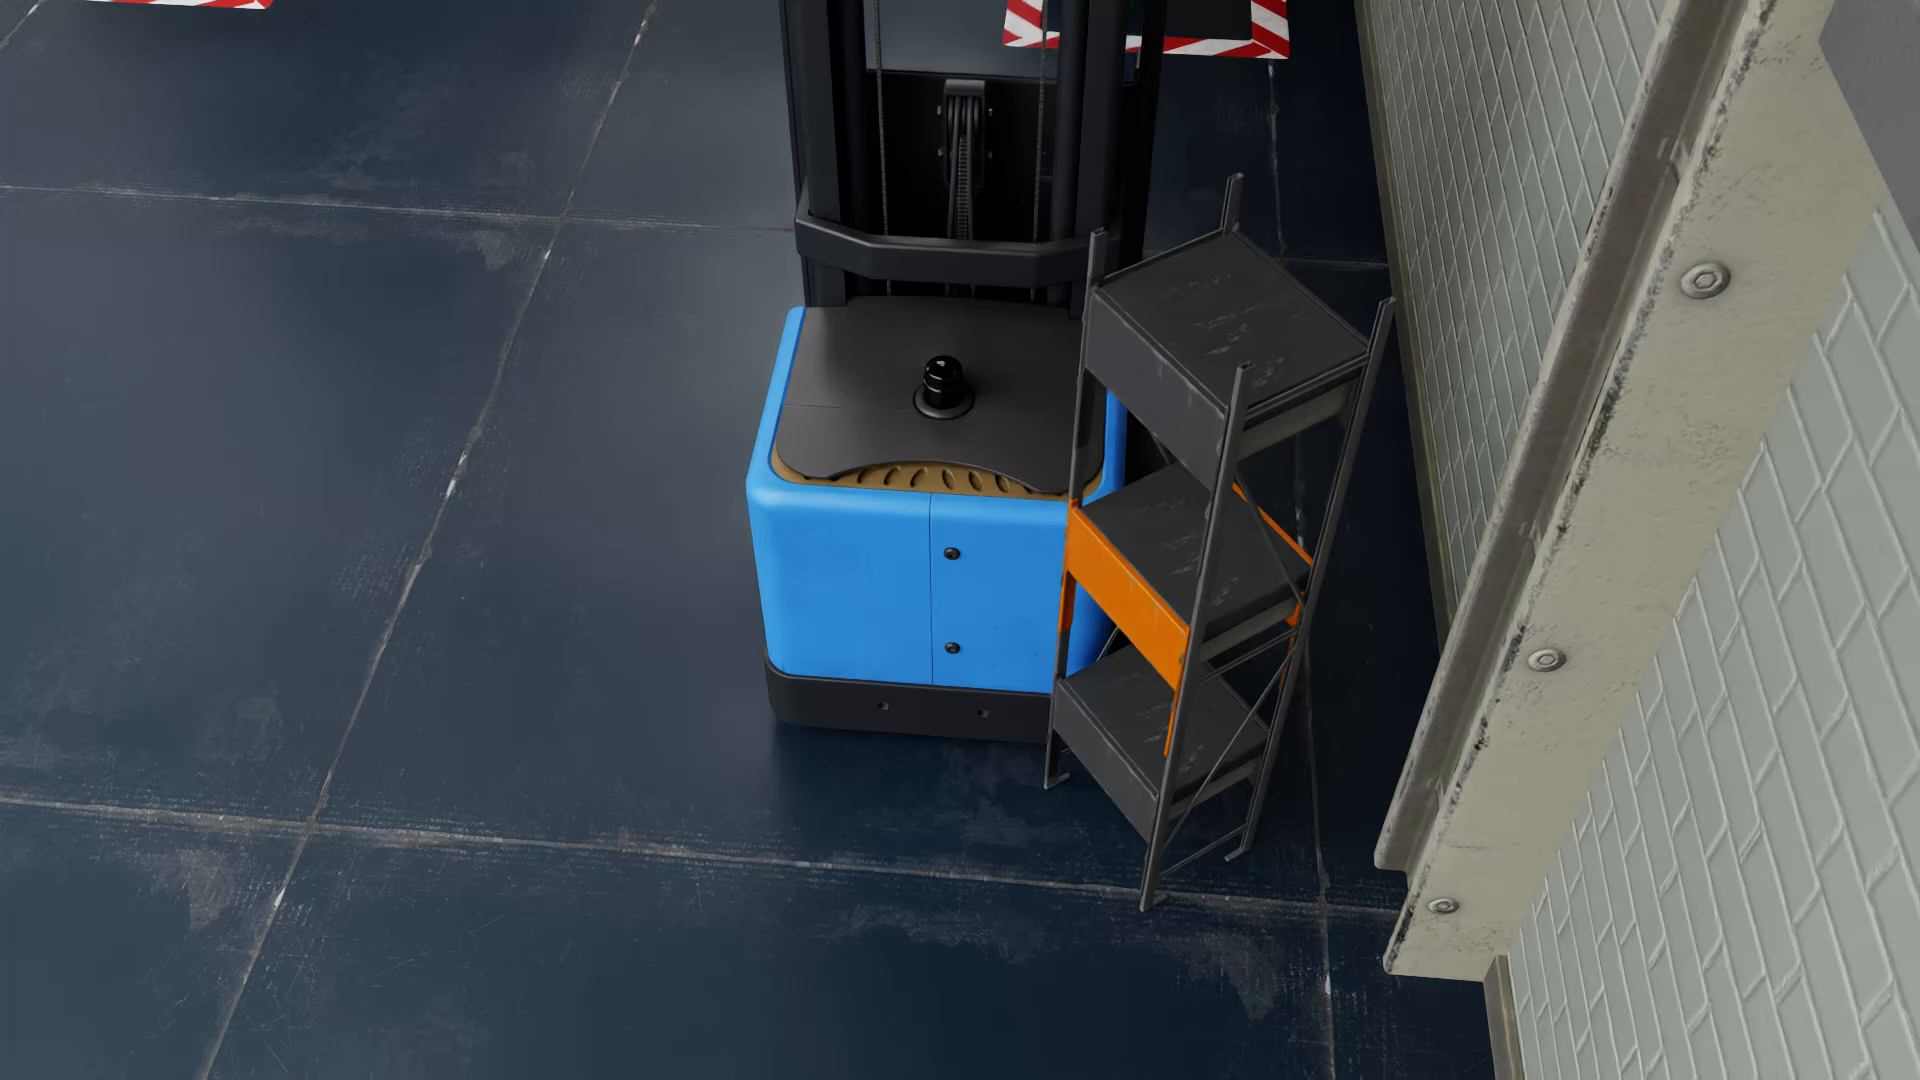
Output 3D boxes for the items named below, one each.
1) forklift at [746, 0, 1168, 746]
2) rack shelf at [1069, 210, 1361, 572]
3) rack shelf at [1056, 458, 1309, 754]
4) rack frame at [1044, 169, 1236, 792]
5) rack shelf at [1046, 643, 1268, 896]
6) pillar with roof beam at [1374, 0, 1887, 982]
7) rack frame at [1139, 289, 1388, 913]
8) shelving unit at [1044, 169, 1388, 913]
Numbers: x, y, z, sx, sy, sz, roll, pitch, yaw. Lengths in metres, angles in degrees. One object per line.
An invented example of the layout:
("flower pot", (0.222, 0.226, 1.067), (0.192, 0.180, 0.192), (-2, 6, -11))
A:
("forklift", (0.058, -1.452, 5.092), (1.130, 2.935, 3.031), (4, 48, 4))
("rack shelf", (0.562, -0.334, 3.701), (0.431, 0.518, 0.480), (-25, 53, -21))
("rack shelf", (0.560, 0.137, 4.219), (0.431, 0.518, 0.480), (-25, 53, -21))
("rack frame", (0.430, -0.025, 4.347), (0.400, 2.100, 0.015), (-25, 53, -21))
("rack shelf", (0.559, 0.607, 4.737), (0.431, 0.518, 0.480), (-25, 53, -21))
("pillar with roof beam", (-2.930, -2.252, 1.712), (9.100, 9.000, 0.400), (4, 48, 4))
("rack frame", (0.691, 0.280, 4.071), (0.400, 2.100, 0.015), (-25, 53, -21))
("shelving unit", (0.560, 0.128, 4.209), (0.431, 2.100, 0.503), (-25, 53, -21))
